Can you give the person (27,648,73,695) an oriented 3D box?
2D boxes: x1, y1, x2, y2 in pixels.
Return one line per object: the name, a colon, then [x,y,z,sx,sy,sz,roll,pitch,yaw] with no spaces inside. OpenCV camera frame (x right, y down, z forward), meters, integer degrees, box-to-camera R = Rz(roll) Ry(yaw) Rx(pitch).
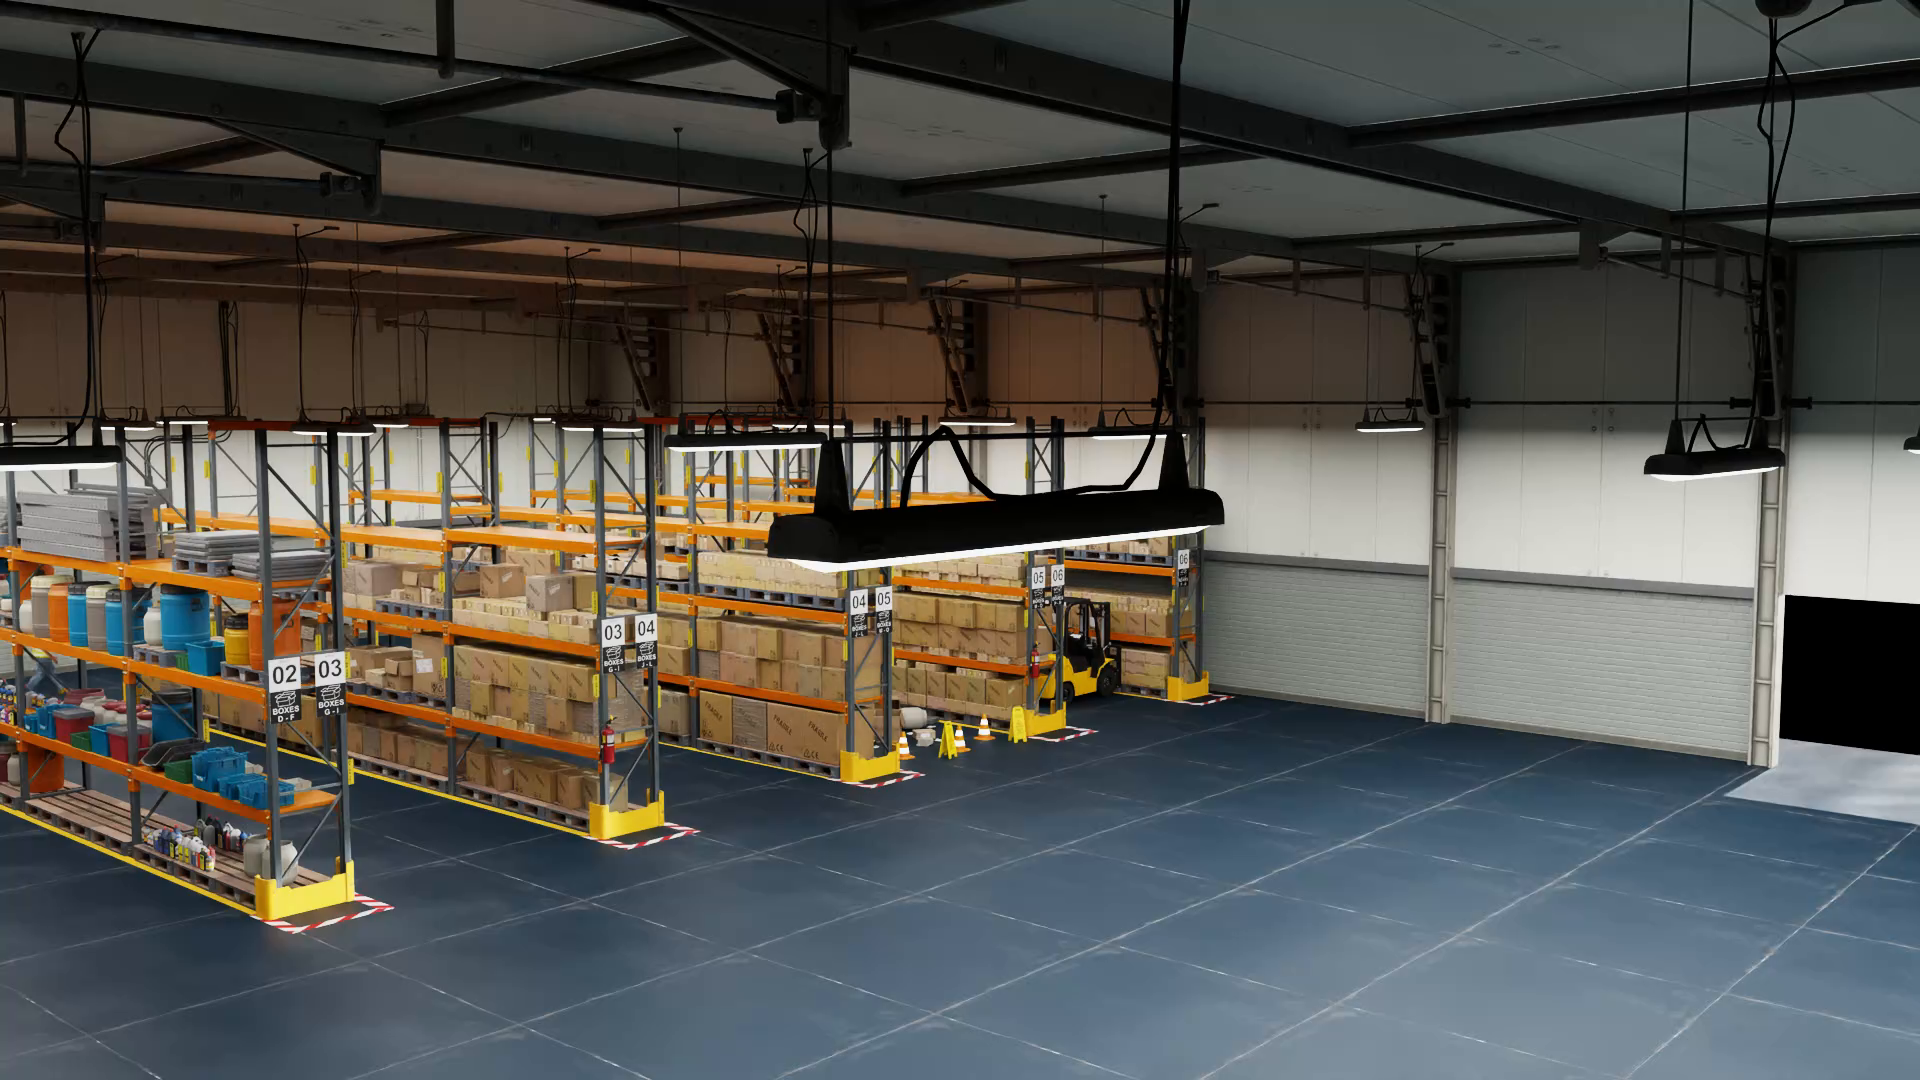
person: [-19.665,2.495,35.635,0.826,1.720,0.674,-4,6,-41]
